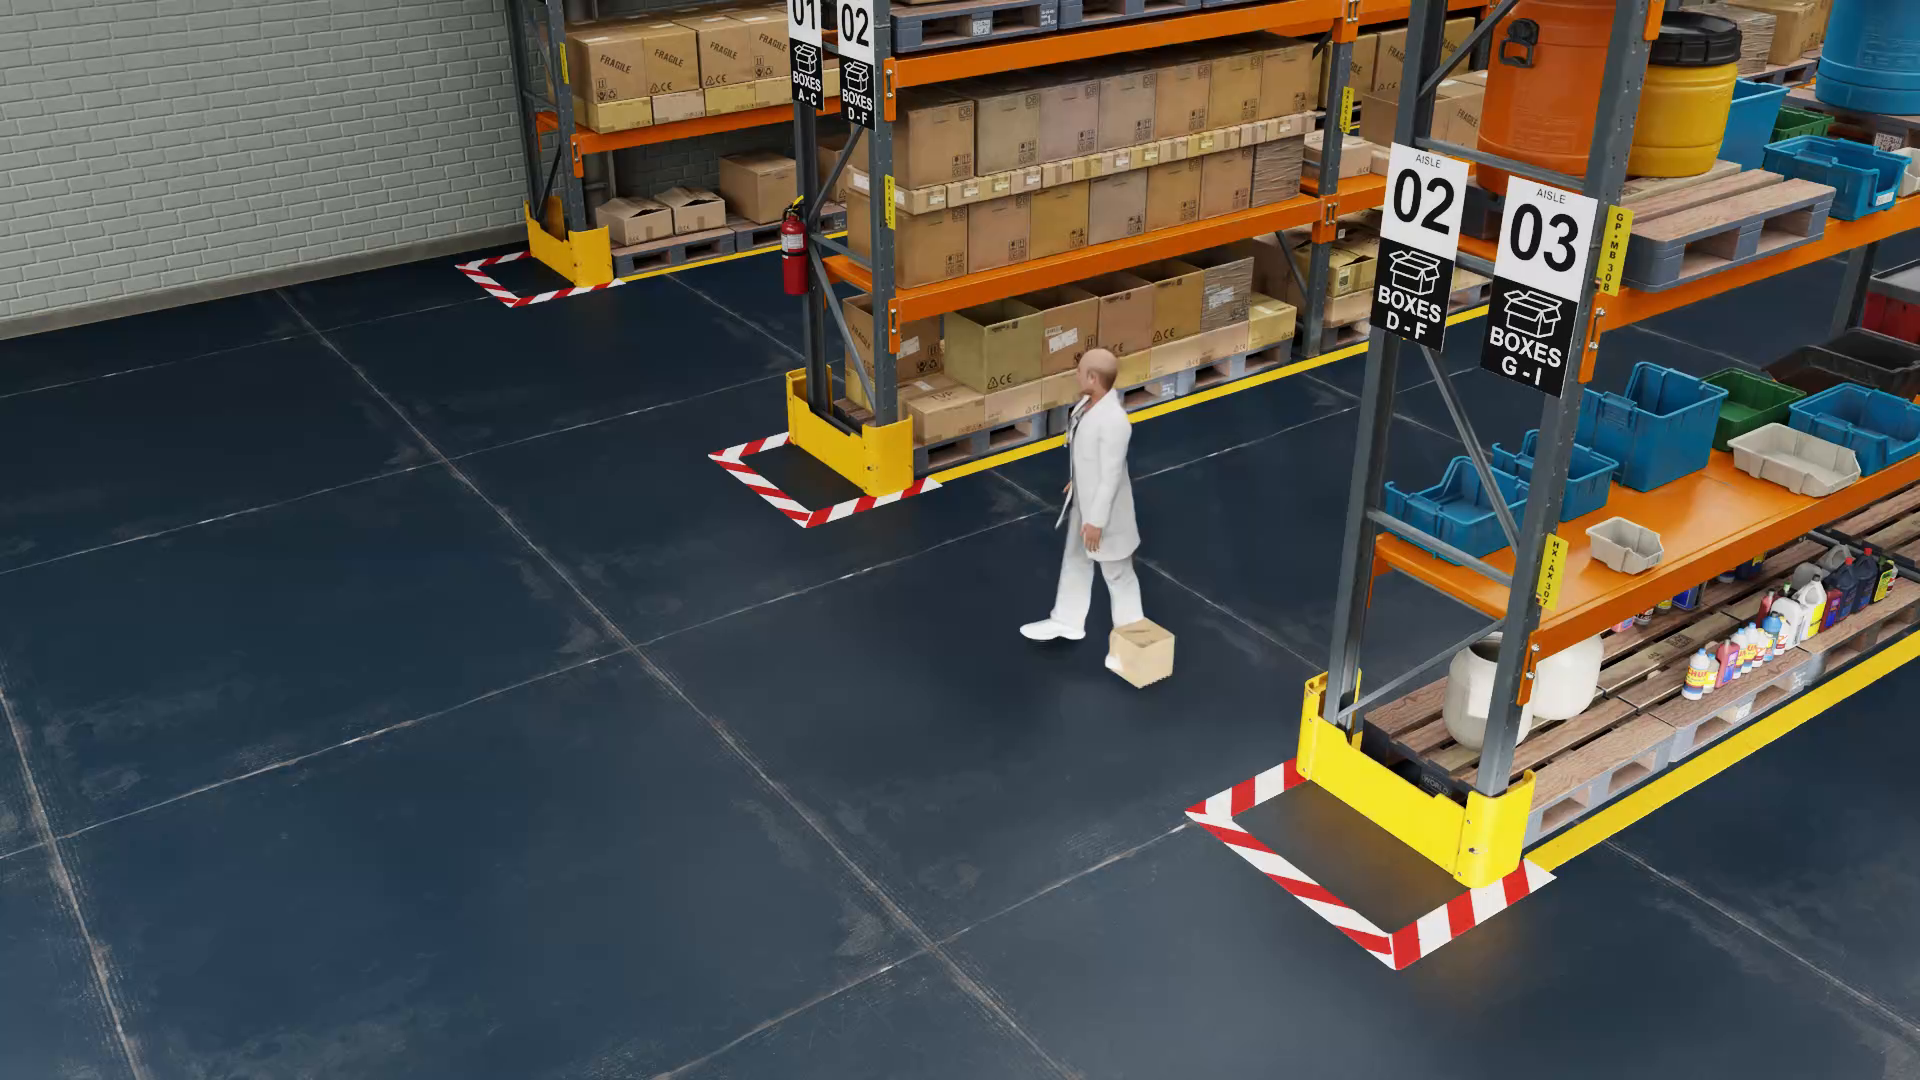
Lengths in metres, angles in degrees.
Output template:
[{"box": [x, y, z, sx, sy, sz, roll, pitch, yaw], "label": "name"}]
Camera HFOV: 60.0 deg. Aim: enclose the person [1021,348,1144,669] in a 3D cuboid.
[{"box": [0.698, -0.192, 8.943, 0.658, 1.773, 0.657, -7, 29, -13], "label": "person"}]
